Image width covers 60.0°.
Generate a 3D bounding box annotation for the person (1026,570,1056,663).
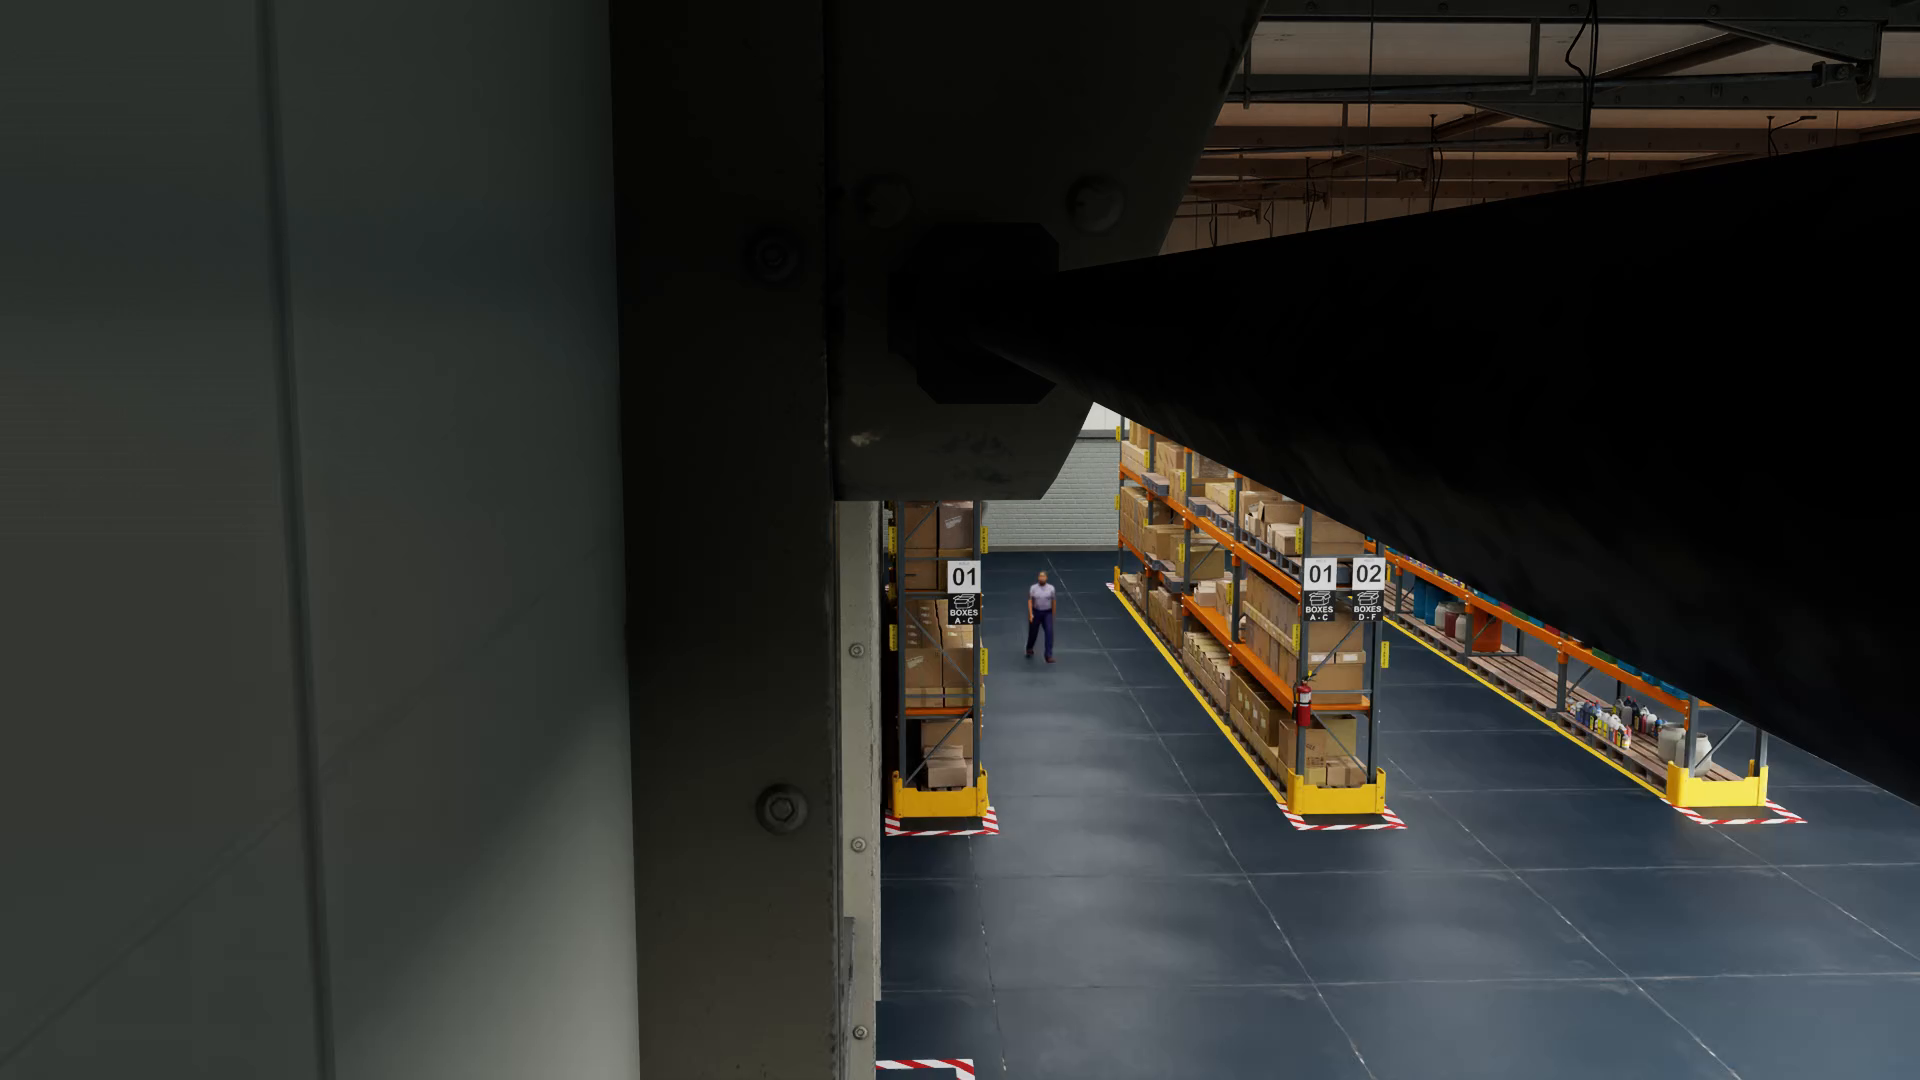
[{"bbox_3d":[1.442,1.326,29.333,0.527,1.599,0.940,-2,8,-12],"label":"person"}]
